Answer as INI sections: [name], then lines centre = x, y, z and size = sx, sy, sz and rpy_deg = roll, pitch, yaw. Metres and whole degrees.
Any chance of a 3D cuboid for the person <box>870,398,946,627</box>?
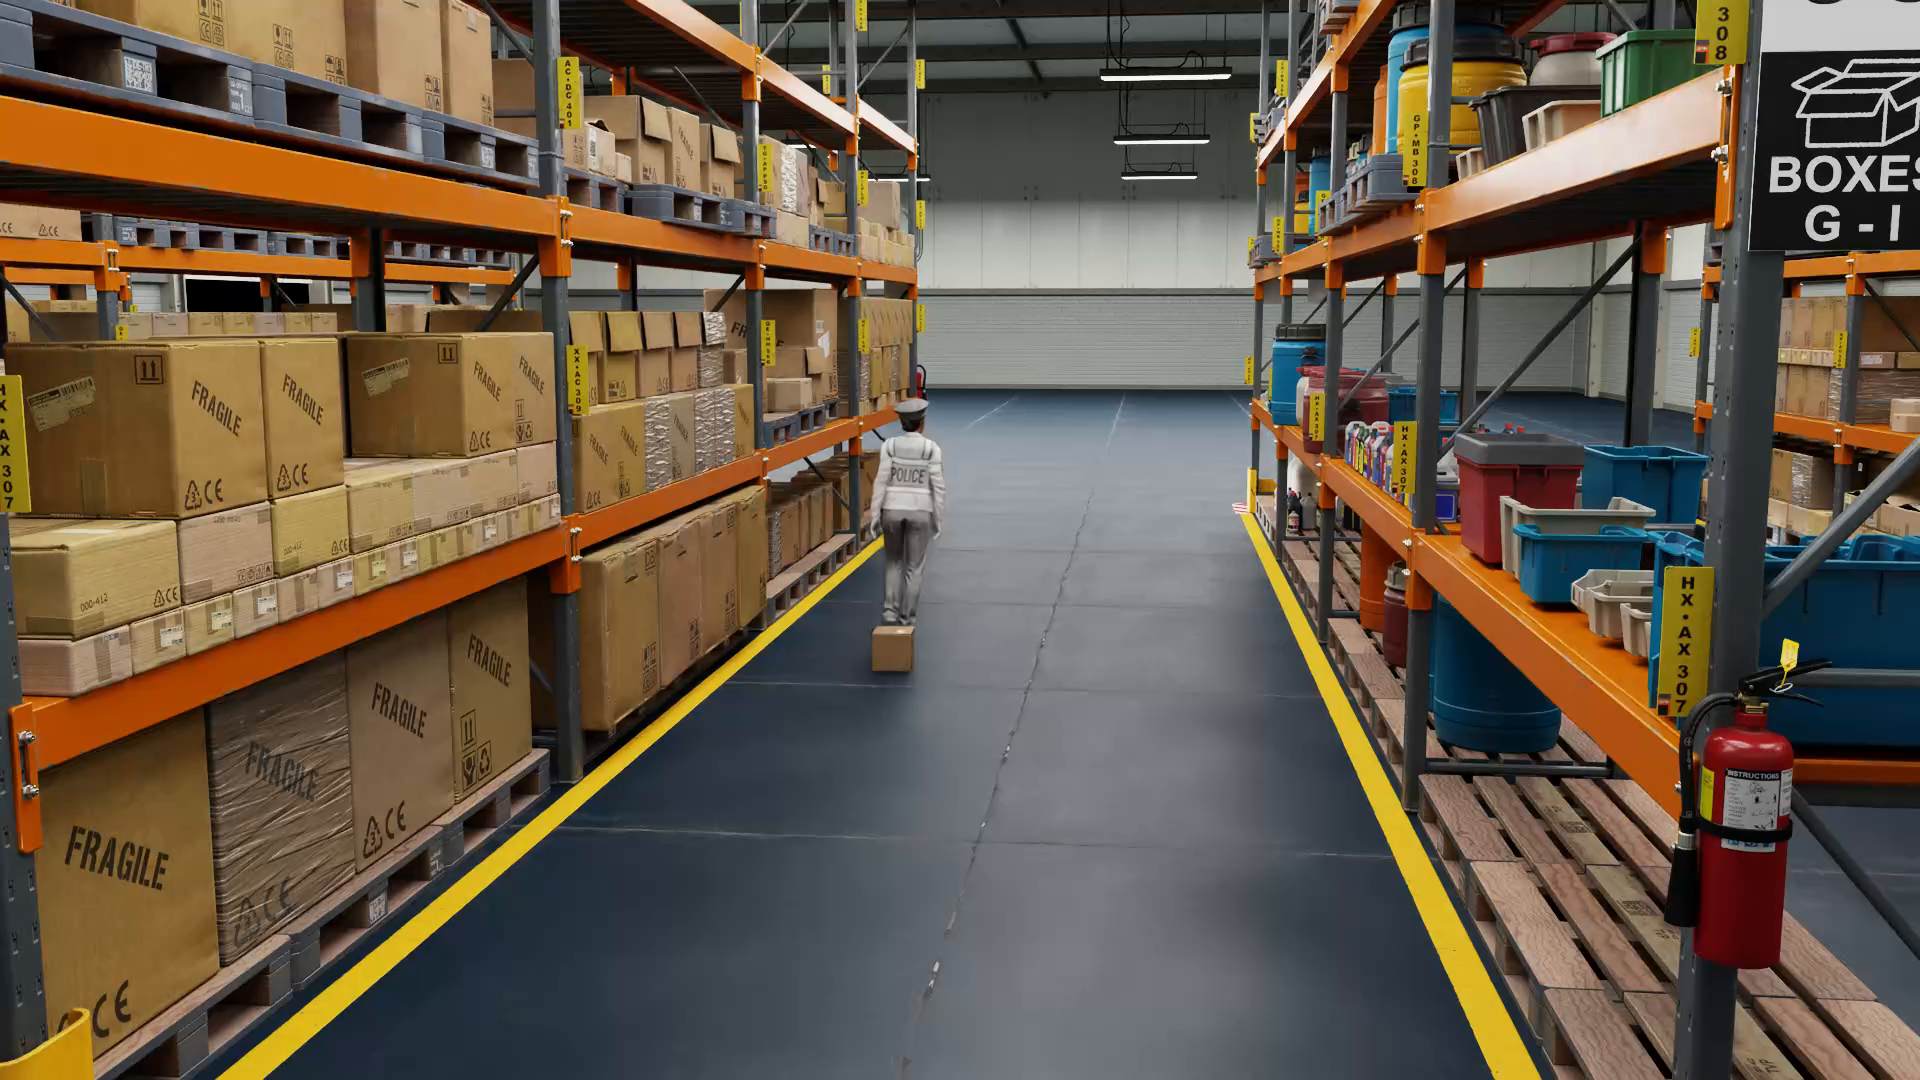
[person]
centre = -0.369, -0.132, 11.699
size = 0.529, 1.716, 0.475
rpy_deg = 1, 8, 11
